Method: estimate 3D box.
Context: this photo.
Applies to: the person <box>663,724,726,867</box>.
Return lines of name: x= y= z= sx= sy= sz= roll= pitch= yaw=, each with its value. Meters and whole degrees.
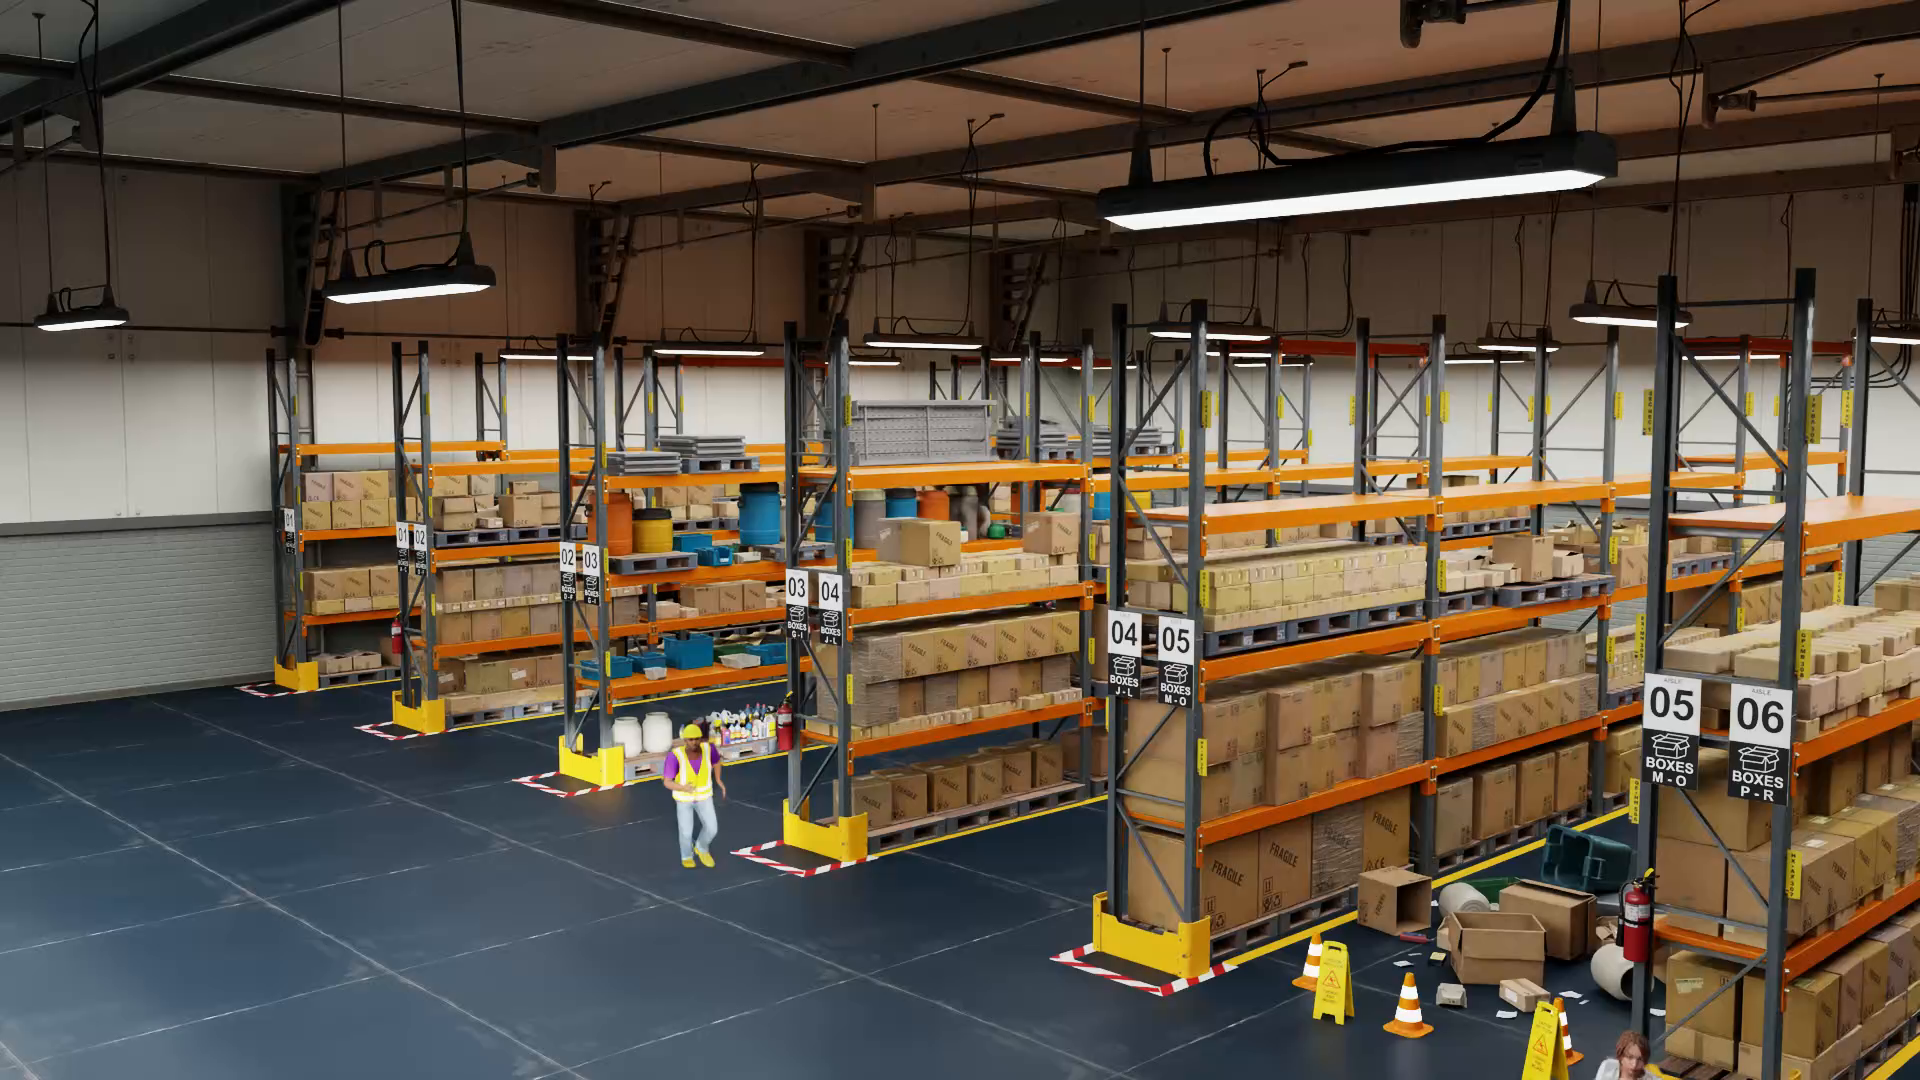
person: x=-2.854 y=2.780 z=17.942 sx=0.714 sy=1.657 sz=0.889 roll=-2 pitch=5 yaw=-18

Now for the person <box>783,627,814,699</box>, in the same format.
person: x=-2.733 y=1.977 z=28.229 sx=0.652 sy=1.504 sz=0.772 roll=2 pitch=5 yaw=20

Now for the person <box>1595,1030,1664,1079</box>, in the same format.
person: x=3.889 y=3.556 z=9.721 sx=0.589 sy=1.542 sz=0.618 roll=3 pitch=6 yaw=32
